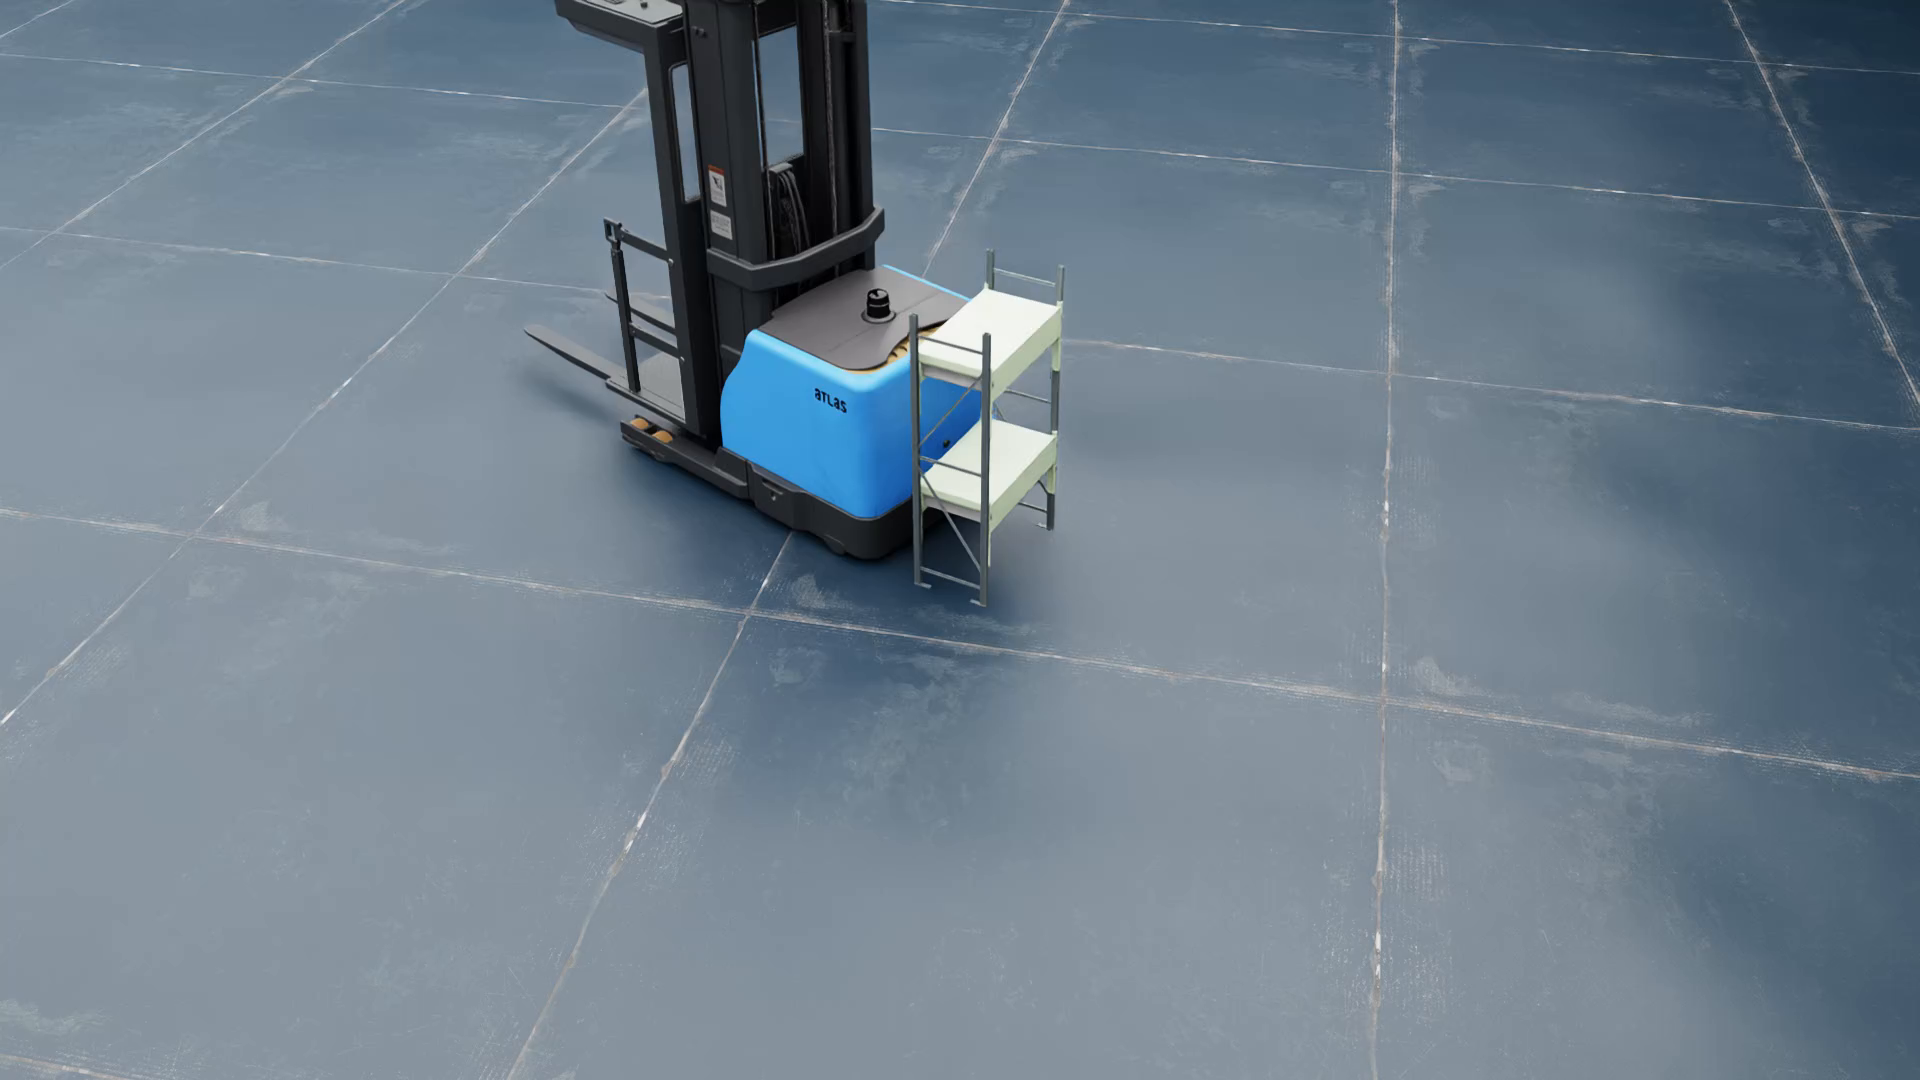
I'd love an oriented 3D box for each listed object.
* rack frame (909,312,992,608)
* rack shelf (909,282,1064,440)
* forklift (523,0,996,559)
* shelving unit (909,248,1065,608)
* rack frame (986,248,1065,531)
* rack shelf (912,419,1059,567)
[{"bbox_3d":[-0.044,-0.337,7.708,0.400,1.500,0.023,18,40,23],"label":"rack frame"},{"bbox_3d":[0.131,-0.842,7.739,0.431,0.370,0.720,18,40,23],"label":"rack shelf"},{"bbox_3d":[-1.238,-1.824,8.540,3.031,2.935,1.130,27,44,32],"label":"forklift"},{"bbox_3d":[0.131,-0.526,7.968,0.431,1.500,0.755,18,40,23],"label":"shelving unit"},{"bbox_3d":[0.306,-0.715,8.228,0.400,1.500,0.023,18,40,23],"label":"rack frame"},{"bbox_3d":[0.131,-0.262,8.159,0.431,0.370,0.720,18,40,23],"label":"rack shelf"}]
